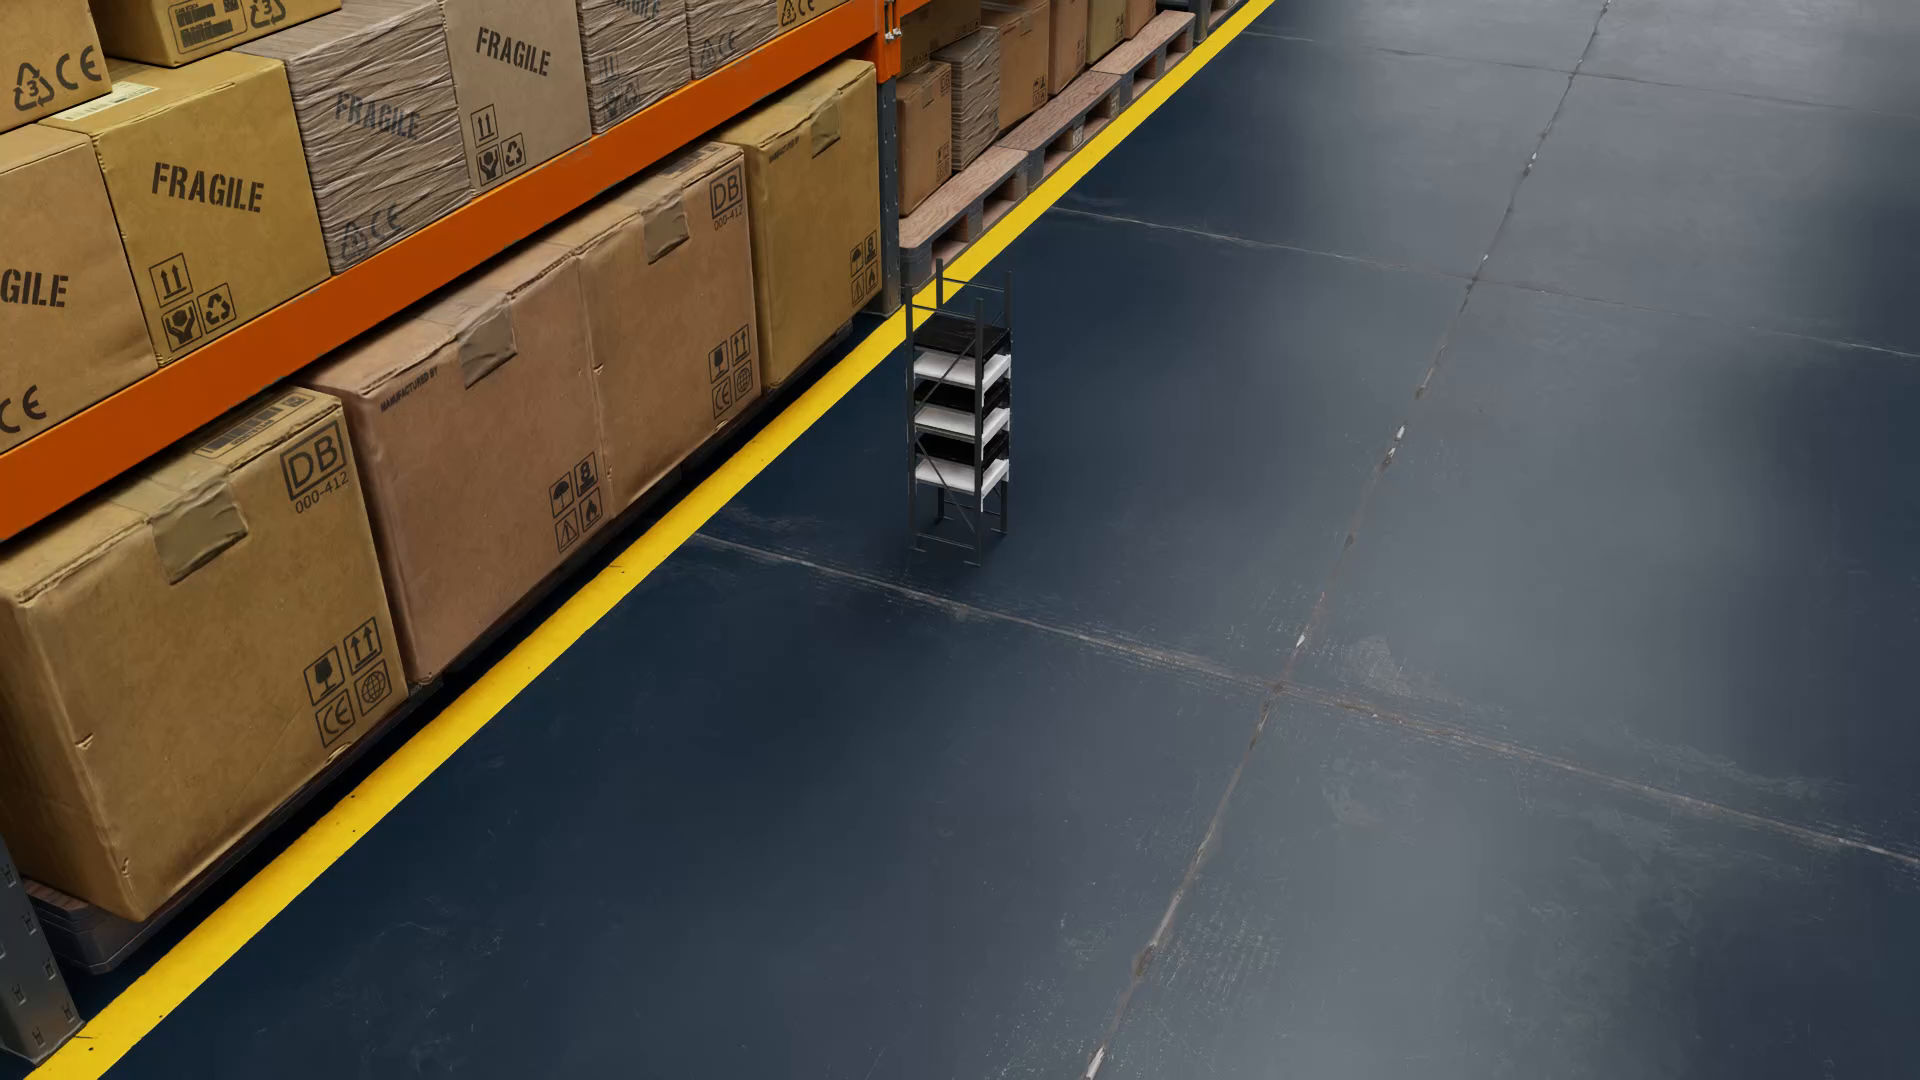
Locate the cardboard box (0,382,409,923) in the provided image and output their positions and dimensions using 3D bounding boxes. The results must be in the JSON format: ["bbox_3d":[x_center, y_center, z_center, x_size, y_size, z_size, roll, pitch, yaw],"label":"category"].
[{"bbox_3d":[-2.139,0.113,3.897,1.225,0.875,0.875,14,36,21],"label":"cardboard box"}]

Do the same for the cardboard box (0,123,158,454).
[{"bbox_3d":[-1.969,-0.490,3.171,0.500,0.500,0.500,14,36,21],"label":"cardboard box"}]

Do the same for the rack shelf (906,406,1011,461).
[{"bbox_3d":[-0.003,-0.344,5.015,0.258,0.077,0.200,14,36,20],"label":"rack shelf"}]

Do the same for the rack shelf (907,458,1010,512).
[{"bbox_3d":[-0.003,-0.194,5.114,0.258,0.077,0.200,14,36,20],"label":"rack shelf"}]

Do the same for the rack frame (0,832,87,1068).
[{"bbox_3d":[-2.388,-0.277,2.936,1.000,3.000,0.127,14,36,20],"label":"rack frame"}]

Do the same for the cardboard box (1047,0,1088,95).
[{"bbox_3d":[0.232,-2.587,8.338,0.700,0.500,0.500,11,35,16],"label":"cardboard box"}]

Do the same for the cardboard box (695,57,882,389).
[{"bbox_3d":[-1.022,-1.217,5.925,1.225,0.875,0.875,13,35,18],"label":"cardboard box"}]

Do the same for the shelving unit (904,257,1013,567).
[{"bbox_3d":[-0.003,-0.372,4.997,0.258,0.900,0.210,14,36,20],"label":"shelving unit"}]

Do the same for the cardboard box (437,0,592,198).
[{"bbox_3d":[-1.338,-1.248,4.327,0.500,0.500,0.500,15,36,21],"label":"cardboard box"}]

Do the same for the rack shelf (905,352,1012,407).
[{"bbox_3d":[-0.003,-0.495,4.917,0.258,0.077,0.200,14,36,20],"label":"rack shelf"}]

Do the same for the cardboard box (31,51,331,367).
[{"bbox_3d":[-1.759,-0.741,3.553,0.500,0.500,0.500,14,36,21],"label":"cardboard box"}]

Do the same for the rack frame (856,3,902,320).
[{"bbox_3d":[-0.715,-2.269,5.975,1.000,3.000,0.127,14,36,20],"label":"rack frame"}]

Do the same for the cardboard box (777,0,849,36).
[{"bbox_3d":[-0.696,-2.008,5.486,0.500,0.500,0.500,15,36,22],"label":"cardboard box"}]

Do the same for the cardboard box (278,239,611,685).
[{"bbox_3d":[-1.766,-0.332,4.576,1.225,0.875,0.875,13,35,19],"label":"cardboard box"}]

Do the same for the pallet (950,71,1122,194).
[{"bbox_3d":[0.125,-2.097,8.255,1.003,0.211,1.213,14,36,20],"label":"pallet"}]

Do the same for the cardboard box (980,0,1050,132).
[{"bbox_3d":[-0.001,-2.309,7.914,0.700,0.500,0.500,17,37,24],"label":"cardboard box"}]

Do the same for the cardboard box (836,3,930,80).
[{"bbox_3d":[-0.462,-2.062,6.853,0.500,0.250,0.500,16,36,22],"label":"cardboard box"}]

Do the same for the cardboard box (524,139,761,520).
[{"bbox_3d":[-1.402,-0.775,5.251,1.225,0.875,0.875,14,36,21],"label":"cardboard box"}]

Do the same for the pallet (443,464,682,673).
[{"bbox_3d":[-1.625,-0.122,5.243,1.003,0.211,1.213,14,36,20],"label":"pallet"}]

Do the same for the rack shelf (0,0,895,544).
[{"bbox_3d":[-1.552,-0.972,4.653,1.077,0.370,4.000,14,36,20],"label":"rack shelf"}]

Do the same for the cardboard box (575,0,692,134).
[{"bbox_3d":[-1.124,-1.502,4.713,0.500,0.500,0.500,13,35,19],"label":"cardboard box"}]

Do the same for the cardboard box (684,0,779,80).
[{"bbox_3d":[-0.910,-1.761,5.109,0.500,0.500,0.500,14,36,20],"label":"cardboard box"}]

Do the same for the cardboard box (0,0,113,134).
[{"bbox_3d":[-2.129,-1.058,3.122,0.797,0.503,0.637,13,36,19],"label":"cardboard box"}]

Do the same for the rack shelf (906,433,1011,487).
[{"bbox_3d":[-0.003,-0.269,5.065,0.258,0.077,0.200,14,36,20],"label":"rack shelf"}]

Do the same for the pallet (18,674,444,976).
[{"bbox_3d":[-2.134,0.488,4.313,1.003,0.211,1.213,14,36,20],"label":"pallet"}]

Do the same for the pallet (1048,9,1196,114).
[{"bbox_3d":[0.634,-2.707,9.185,1.003,0.211,1.213,14,36,20],"label":"pallet"}]

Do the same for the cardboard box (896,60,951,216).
[{"bbox_3d":[-0.453,-1.746,7.055,0.700,0.500,0.500,12,35,18],"label":"cardboard box"}]

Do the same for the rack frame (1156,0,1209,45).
[{"bbox_3d":[0.959,-4.261,9.013,1.000,3.000,0.127,14,36,20],"label":"rack frame"}]

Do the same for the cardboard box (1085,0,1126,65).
[{"bbox_3d":[0.466,-2.866,8.763,0.700,0.500,0.500,14,36,20],"label":"cardboard box"}]

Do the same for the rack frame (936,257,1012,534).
[{"bbox_3d":[0.039,-0.423,5.074,0.240,0.900,0.006,14,36,20],"label":"rack frame"}]

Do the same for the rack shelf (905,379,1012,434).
[{"bbox_3d":[-0.003,-0.420,4.966,0.258,0.077,0.200,14,36,20],"label":"rack shelf"}]

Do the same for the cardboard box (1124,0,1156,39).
[{"bbox_3d":[0.682,-3.099,9.119,0.700,0.500,0.500,11,35,17],"label":"cardboard box"}]

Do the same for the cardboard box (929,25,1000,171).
[{"bbox_3d":[-0.232,-2.025,7.481,0.700,0.500,0.500,11,35,17],"label":"cardboard box"}]

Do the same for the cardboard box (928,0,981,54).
[{"bbox_3d":[-0.249,-2.328,7.260,0.500,0.250,0.500,18,37,26],"label":"cardboard box"}]

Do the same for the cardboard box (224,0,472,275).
[{"bbox_3d":[-1.549,-0.990,3.933,0.500,0.500,0.500,13,36,19],"label":"cardboard box"}]

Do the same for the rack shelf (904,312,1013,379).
[{"bbox_3d":[-0.003,-0.570,4.867,0.258,0.077,0.200,14,36,20],"label":"rack shelf"}]

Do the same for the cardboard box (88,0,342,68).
[{"bbox_3d":[-1.831,-1.397,3.639,0.797,0.503,0.637,15,36,21],"label":"cardboard box"}]

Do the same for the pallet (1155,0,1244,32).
[{"bbox_3d":[1.208,-3.437,10.300,1.003,0.211,1.213,14,36,20],"label":"pallet"}]

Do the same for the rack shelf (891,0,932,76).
[{"bbox_3d":[0.122,-2.964,7.691,1.077,0.370,4.000,14,36,20],"label":"rack shelf"}]

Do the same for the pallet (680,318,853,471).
[{"bbox_3d":[-1.113,-0.727,6.167,1.003,0.211,1.213,14,36,20],"label":"pallet"}]

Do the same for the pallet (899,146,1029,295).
[{"bbox_3d":[-0.386,-1.492,7.332,1.003,0.211,1.213,14,36,20],"label":"pallet"}]

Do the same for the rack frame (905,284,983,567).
[{"bbox_3d":[-0.046,-0.322,4.920,0.240,0.900,0.006,14,36,20],"label":"rack frame"}]
